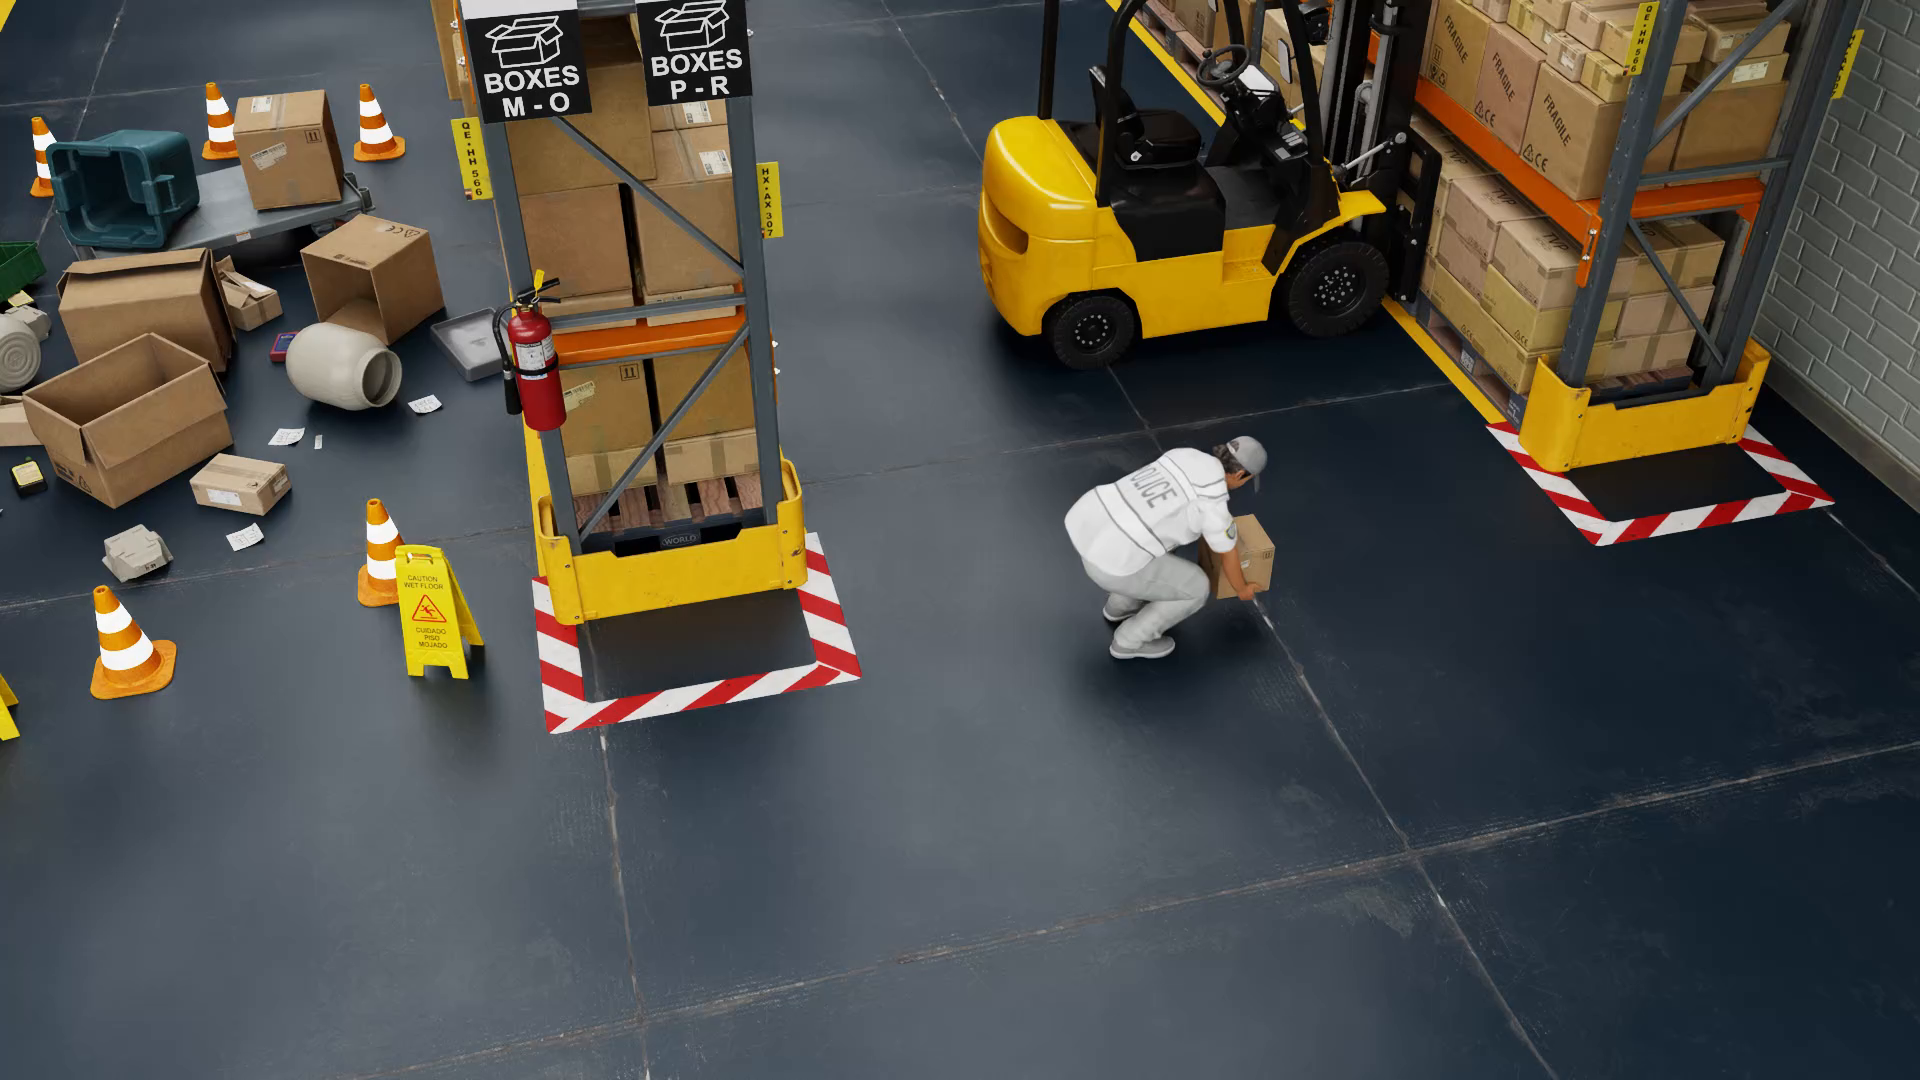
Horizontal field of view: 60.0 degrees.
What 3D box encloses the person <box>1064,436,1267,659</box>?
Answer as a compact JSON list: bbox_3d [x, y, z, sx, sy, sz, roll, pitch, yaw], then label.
[{"bbox_3d":[0.907,0.025,7.269,0.880,0.944,0.502,-11,40,-13],"label":"person"}]
